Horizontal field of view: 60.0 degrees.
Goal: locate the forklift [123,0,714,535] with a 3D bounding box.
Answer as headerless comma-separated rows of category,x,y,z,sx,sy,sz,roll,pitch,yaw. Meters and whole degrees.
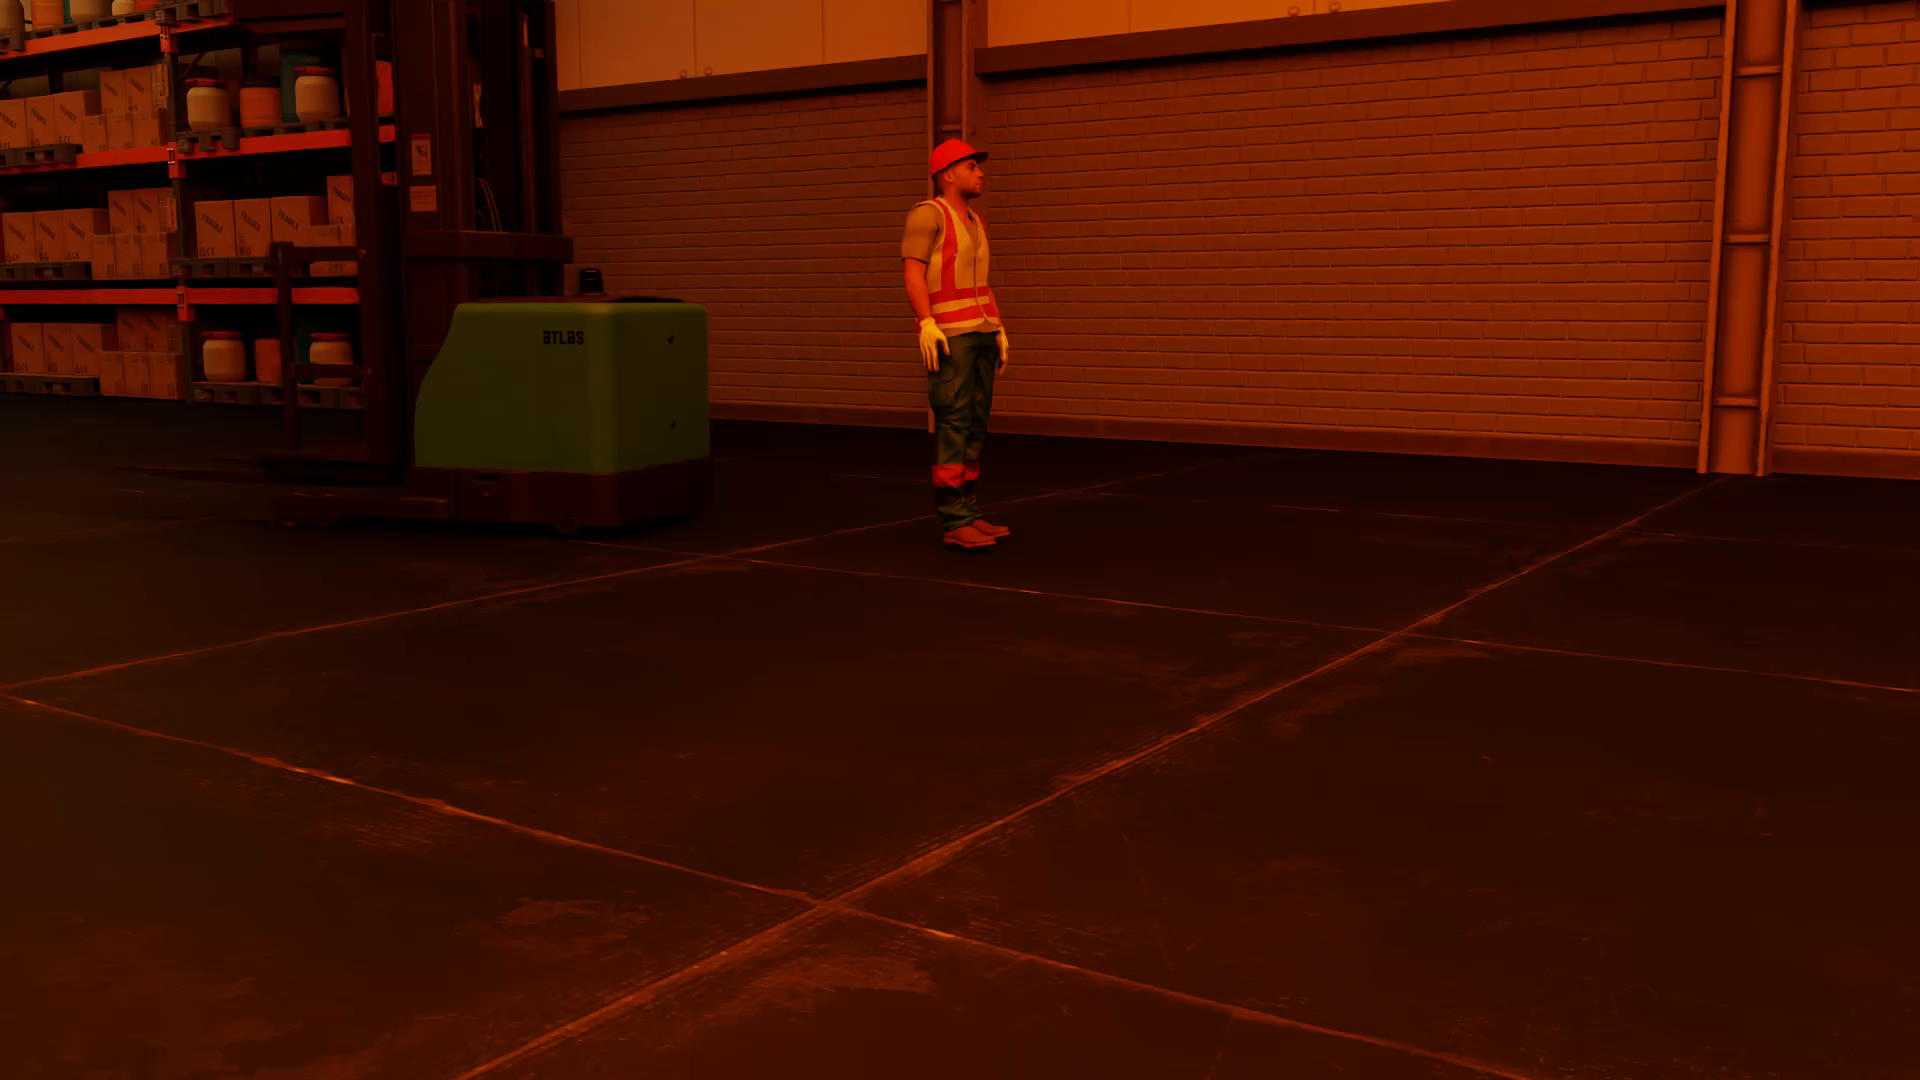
forklift,-2.816,-1.576,8.277,3.031,2.935,1.130,3,9,19

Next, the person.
person,0.061,-0.885,7.423,0.562,1.789,0.638,5,10,34
